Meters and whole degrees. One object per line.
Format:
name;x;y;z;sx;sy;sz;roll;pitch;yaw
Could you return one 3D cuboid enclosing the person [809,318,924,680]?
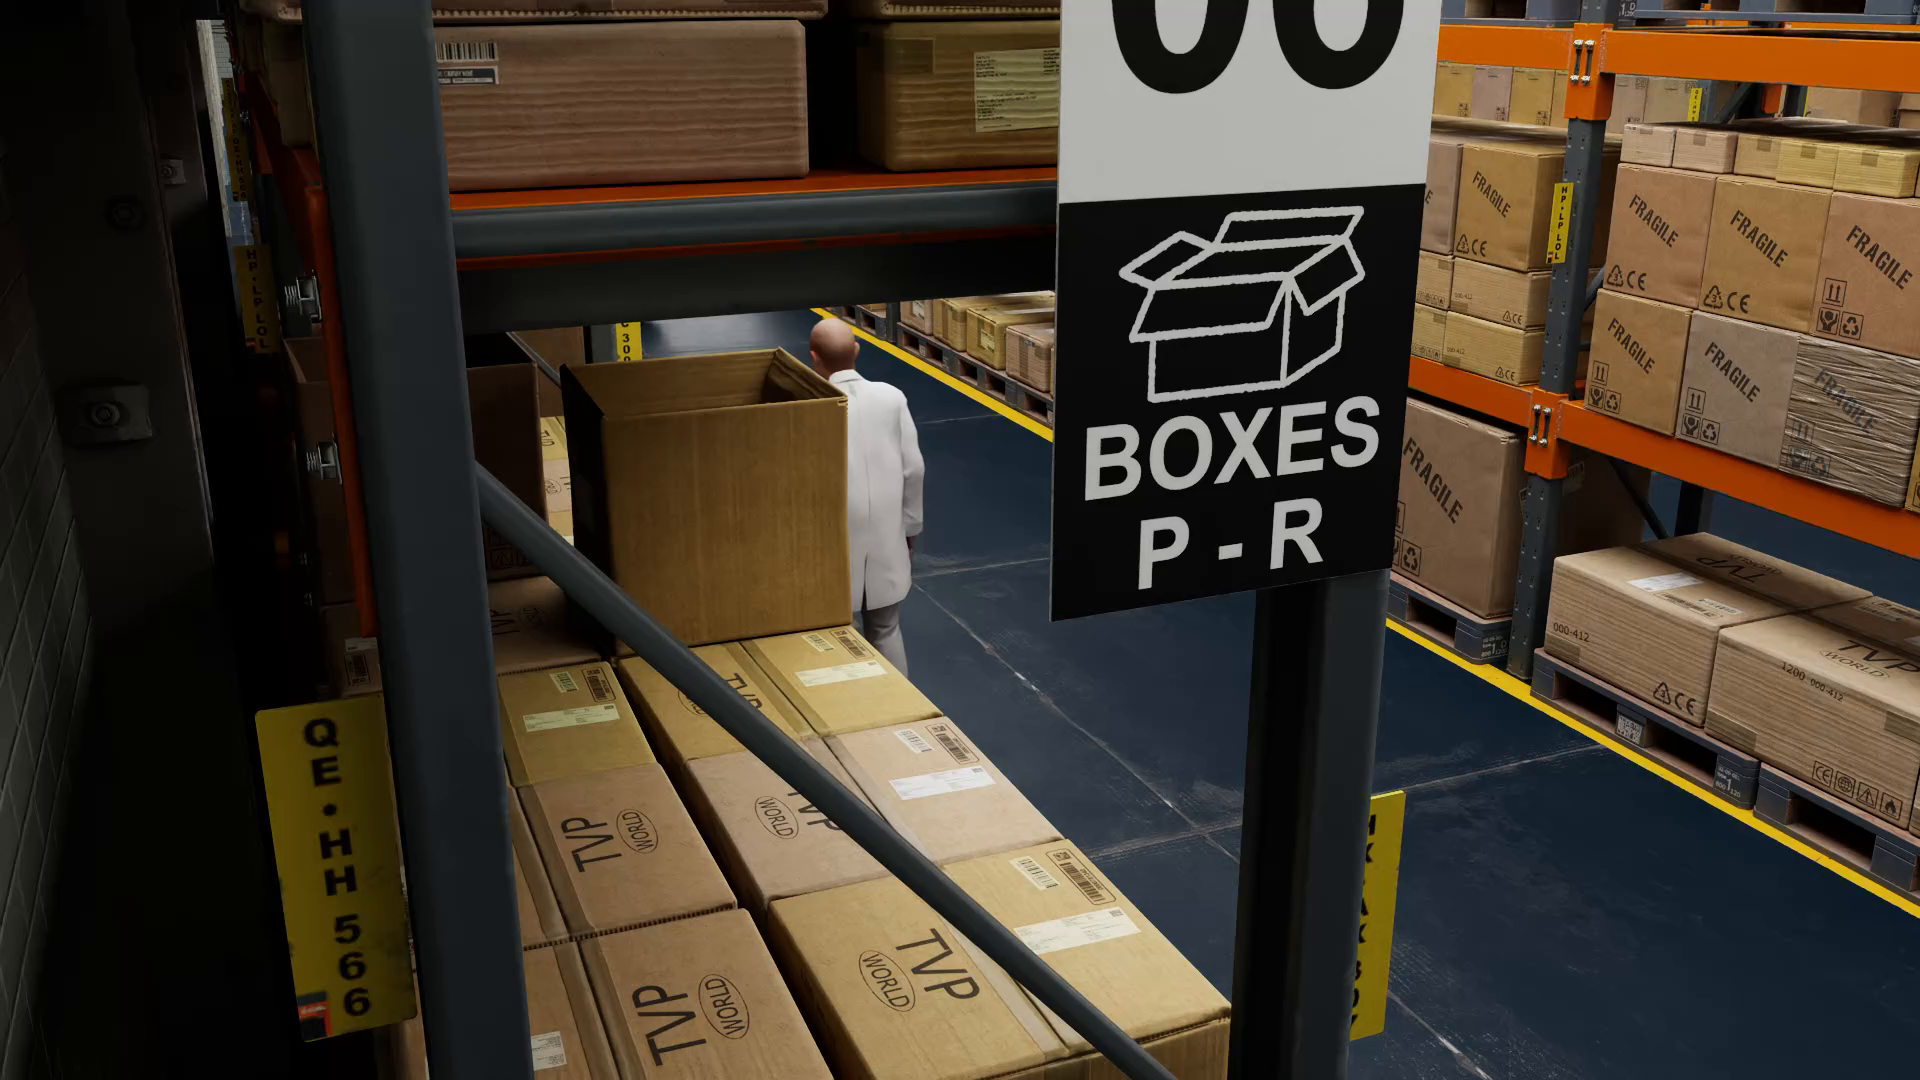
person;-0.444;0.010;6.558;0.642;1.772;0.432;-9;21;-26
